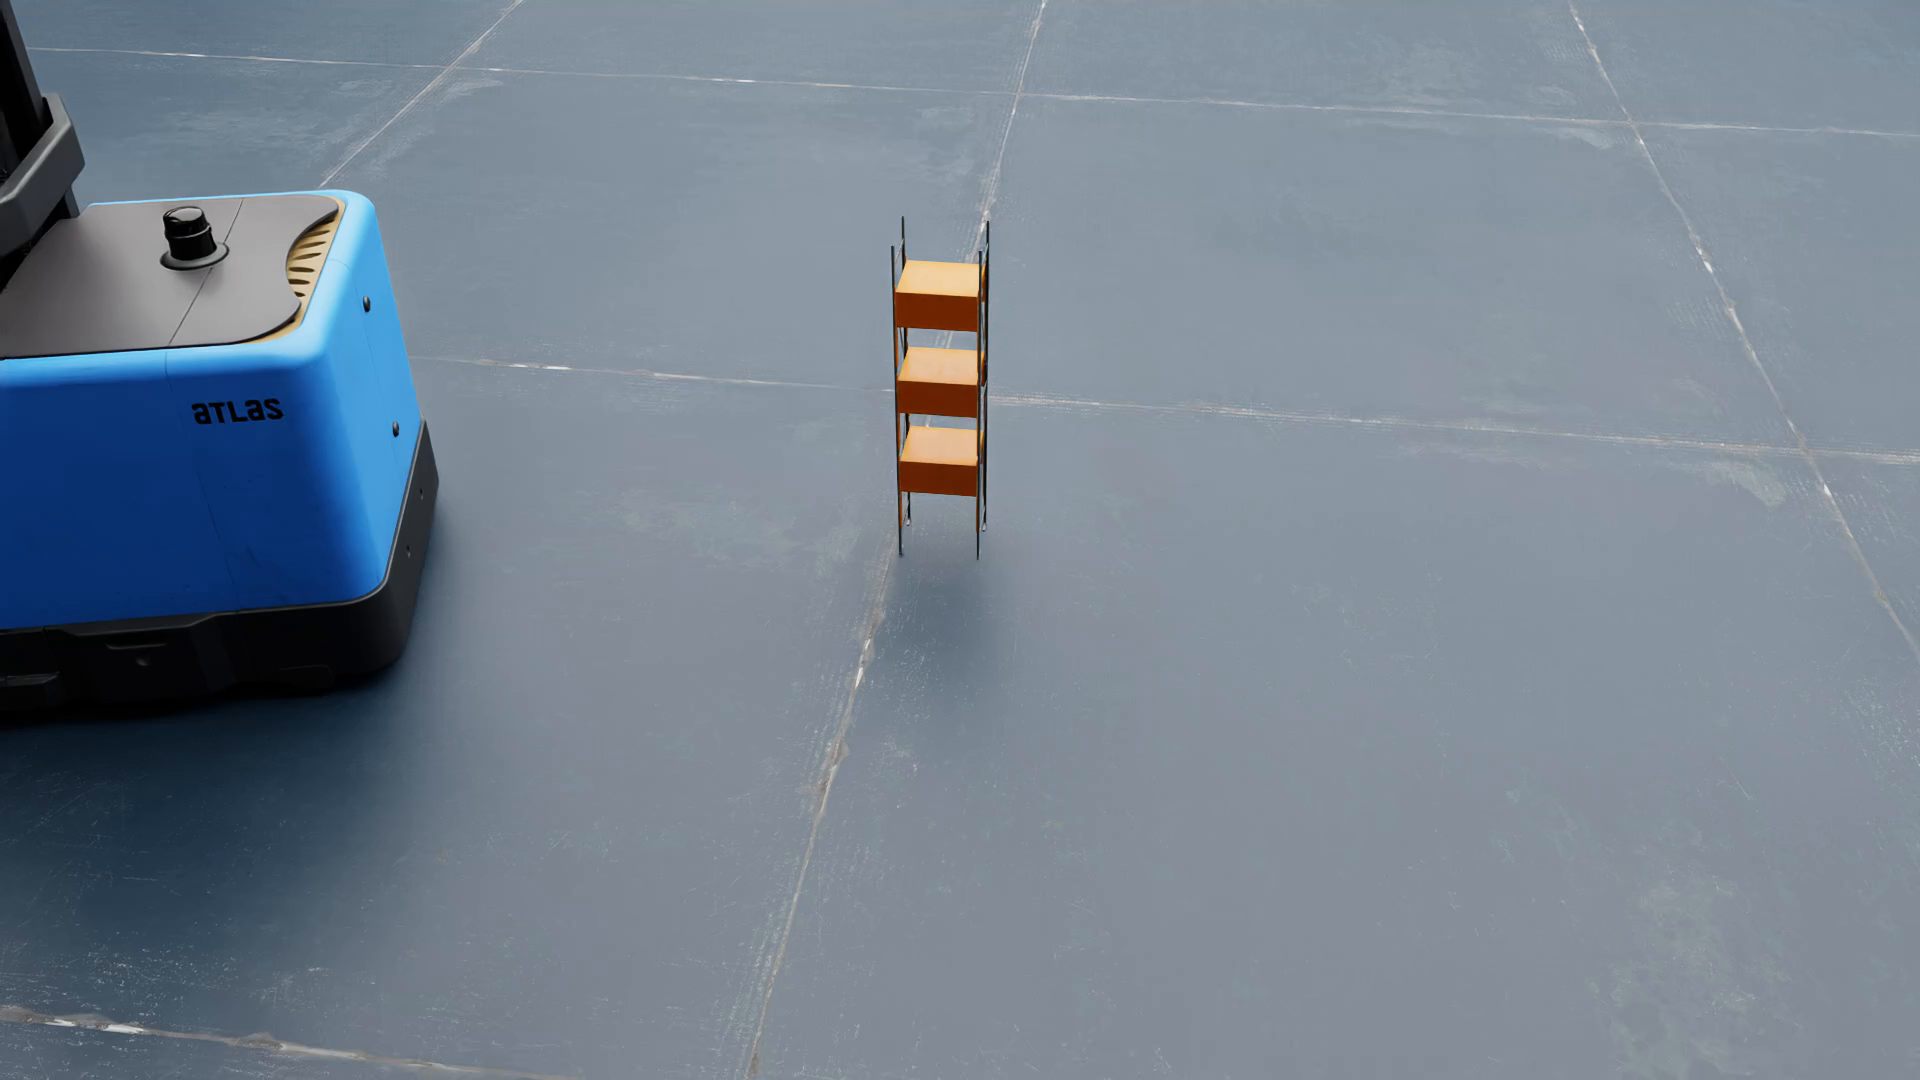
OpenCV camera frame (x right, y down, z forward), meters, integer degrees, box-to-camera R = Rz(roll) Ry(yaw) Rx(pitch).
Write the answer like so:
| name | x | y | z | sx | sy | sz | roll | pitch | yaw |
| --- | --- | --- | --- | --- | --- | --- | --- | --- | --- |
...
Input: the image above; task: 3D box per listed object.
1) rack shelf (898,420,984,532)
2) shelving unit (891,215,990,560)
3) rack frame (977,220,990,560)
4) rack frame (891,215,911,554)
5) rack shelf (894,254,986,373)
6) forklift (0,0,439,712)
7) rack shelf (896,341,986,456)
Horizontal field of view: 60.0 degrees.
| name | x | y | z | sx | sy | sz | roll | pitch | yaw |
| --- | --- | --- | --- | --- | --- | --- | --- | --- | --- |
| rack shelf | -0.053 | -0.196 | 5.118 | 0.240 | 0.259 | 0.215 | 4 | 36 | 6 |
| shelving unit | -0.053 | -0.431 | 4.951 | 0.252 | 1.050 | 0.215 | 4 | 36 | 6 |
| rack frame | 0.068 | -0.422 | 4.938 | 0.008 | 1.050 | 0.200 | 4 | 36 | 6 |
| rack frame | -0.174 | -0.440 | 4.963 | 0.008 | 1.050 | 0.200 | 4 | 36 | 6 |
| rack shelf | -0.053 | -0.654 | 4.792 | 0.240 | 0.259 | 0.215 | 4 | 36 | 6 |
| forklift | -3.129 | -0.954 | 4.064 | 3.031 | 2.935 | 1.130 | -5 | 36 | -6 |
| rack shelf | -0.053 | -0.423 | 4.957 | 0.240 | 0.259 | 0.215 | 4 | 36 | 6 |
